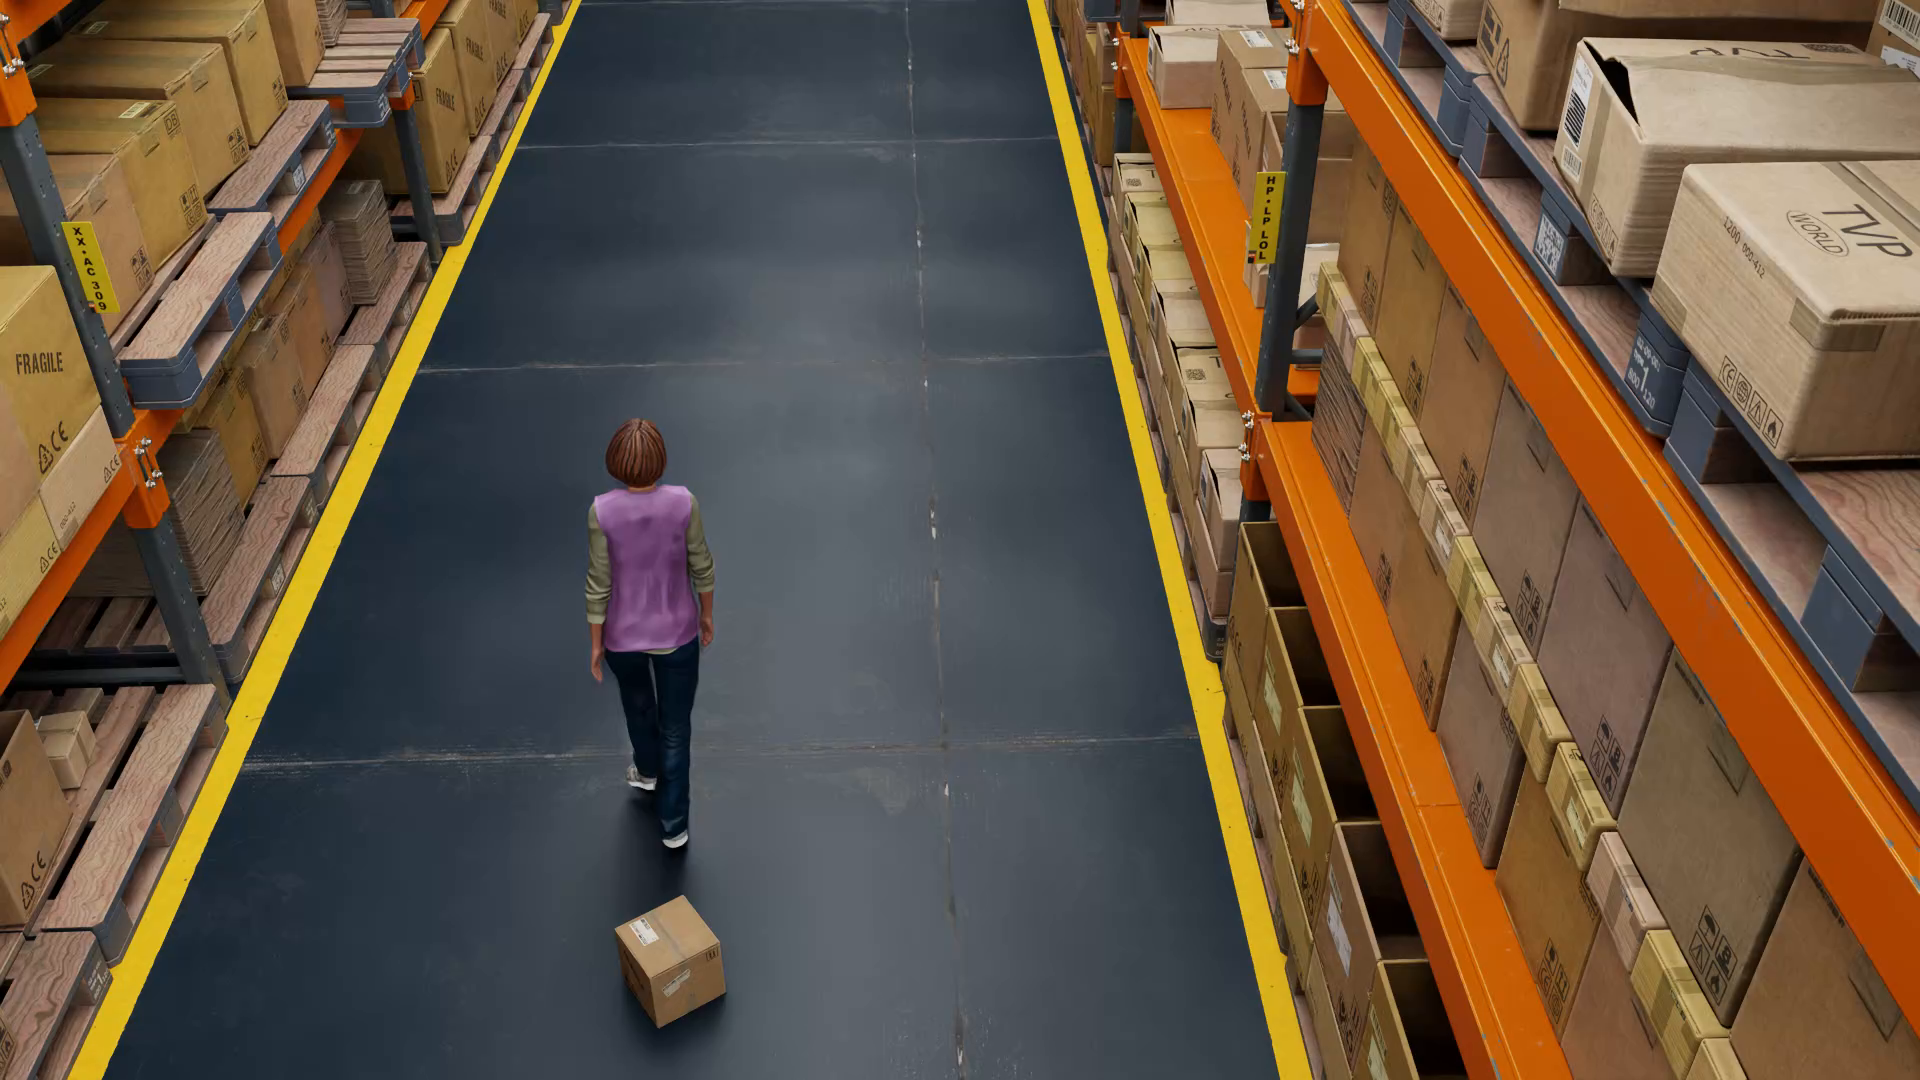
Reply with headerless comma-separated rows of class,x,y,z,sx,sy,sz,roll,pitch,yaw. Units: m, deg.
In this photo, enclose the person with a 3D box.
person,-1.037,0.361,5.681,0.440,1.638,0.532,-5,36,-6
